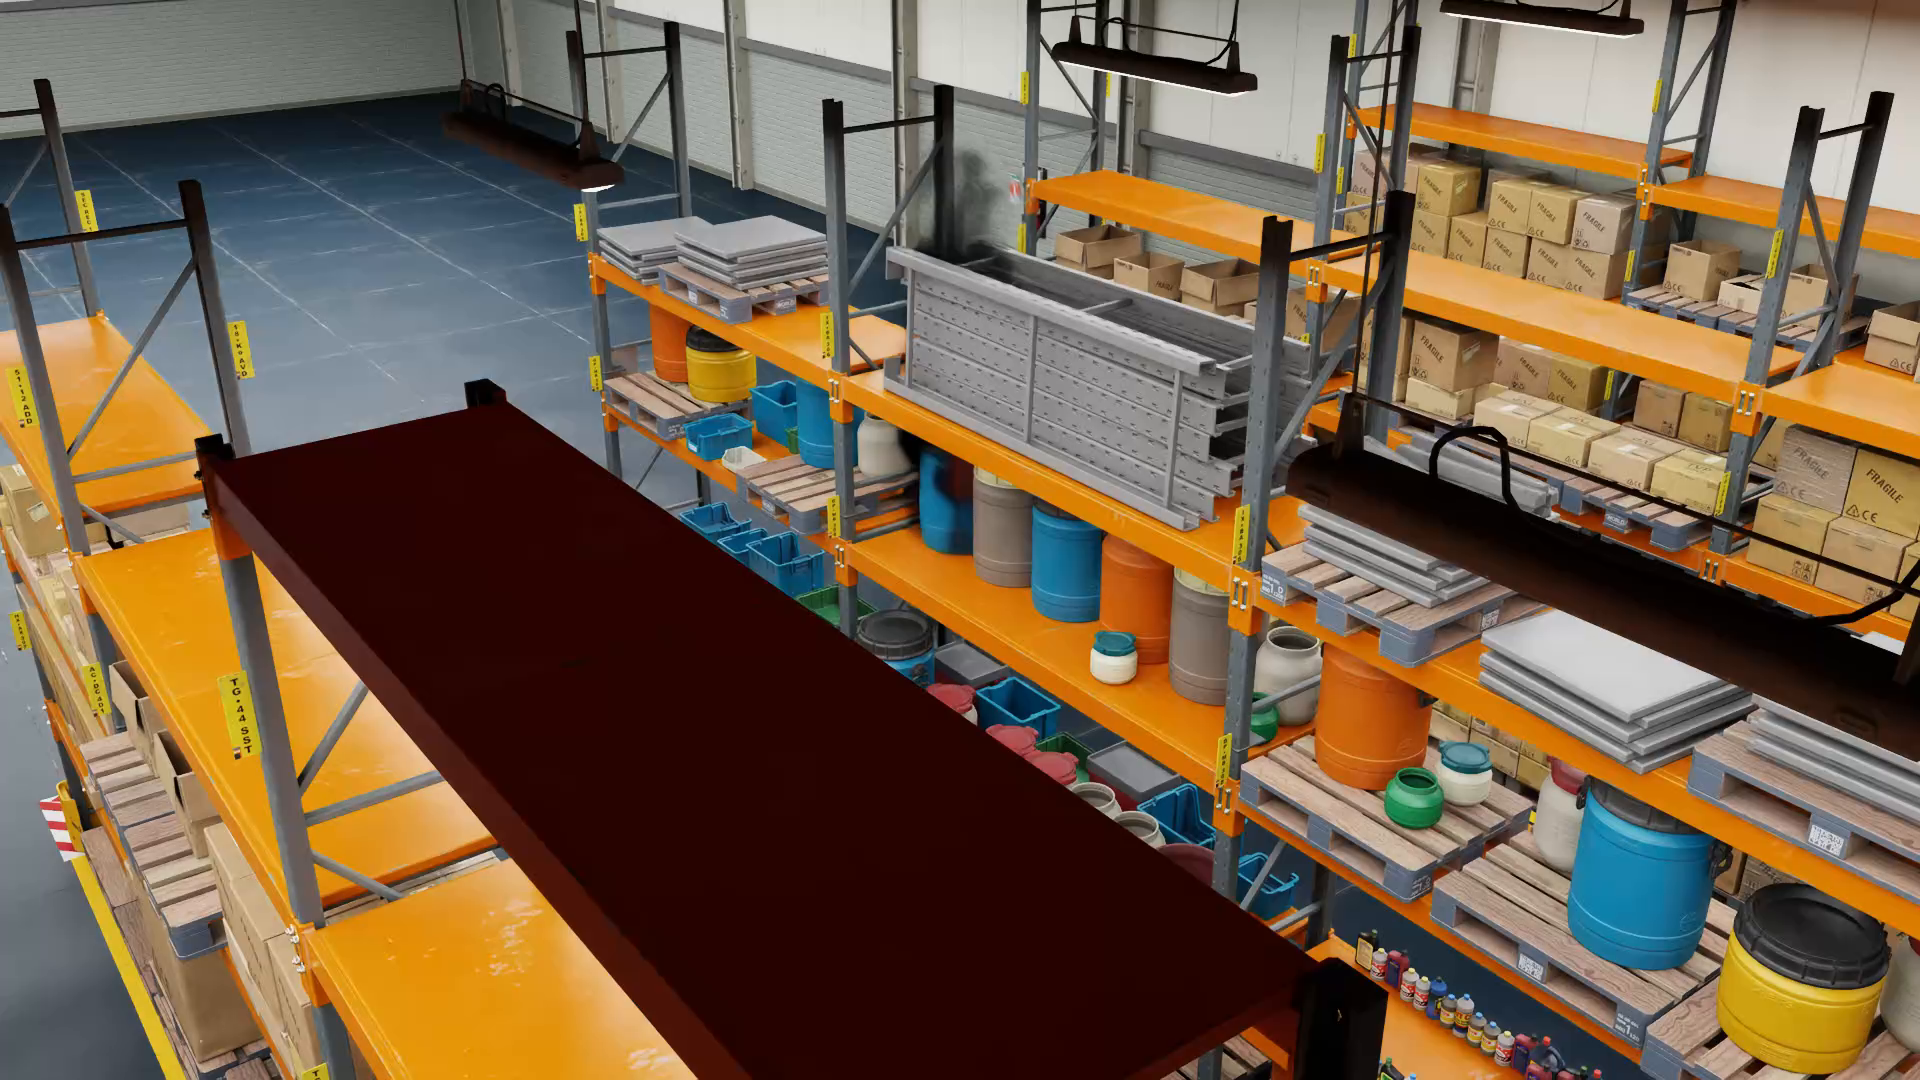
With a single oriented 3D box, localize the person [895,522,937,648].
[{"bbox_3d":[-0.278,0.603,15.639,0.708,1.755,0.657,-11,27,-22],"label":"person"}]
